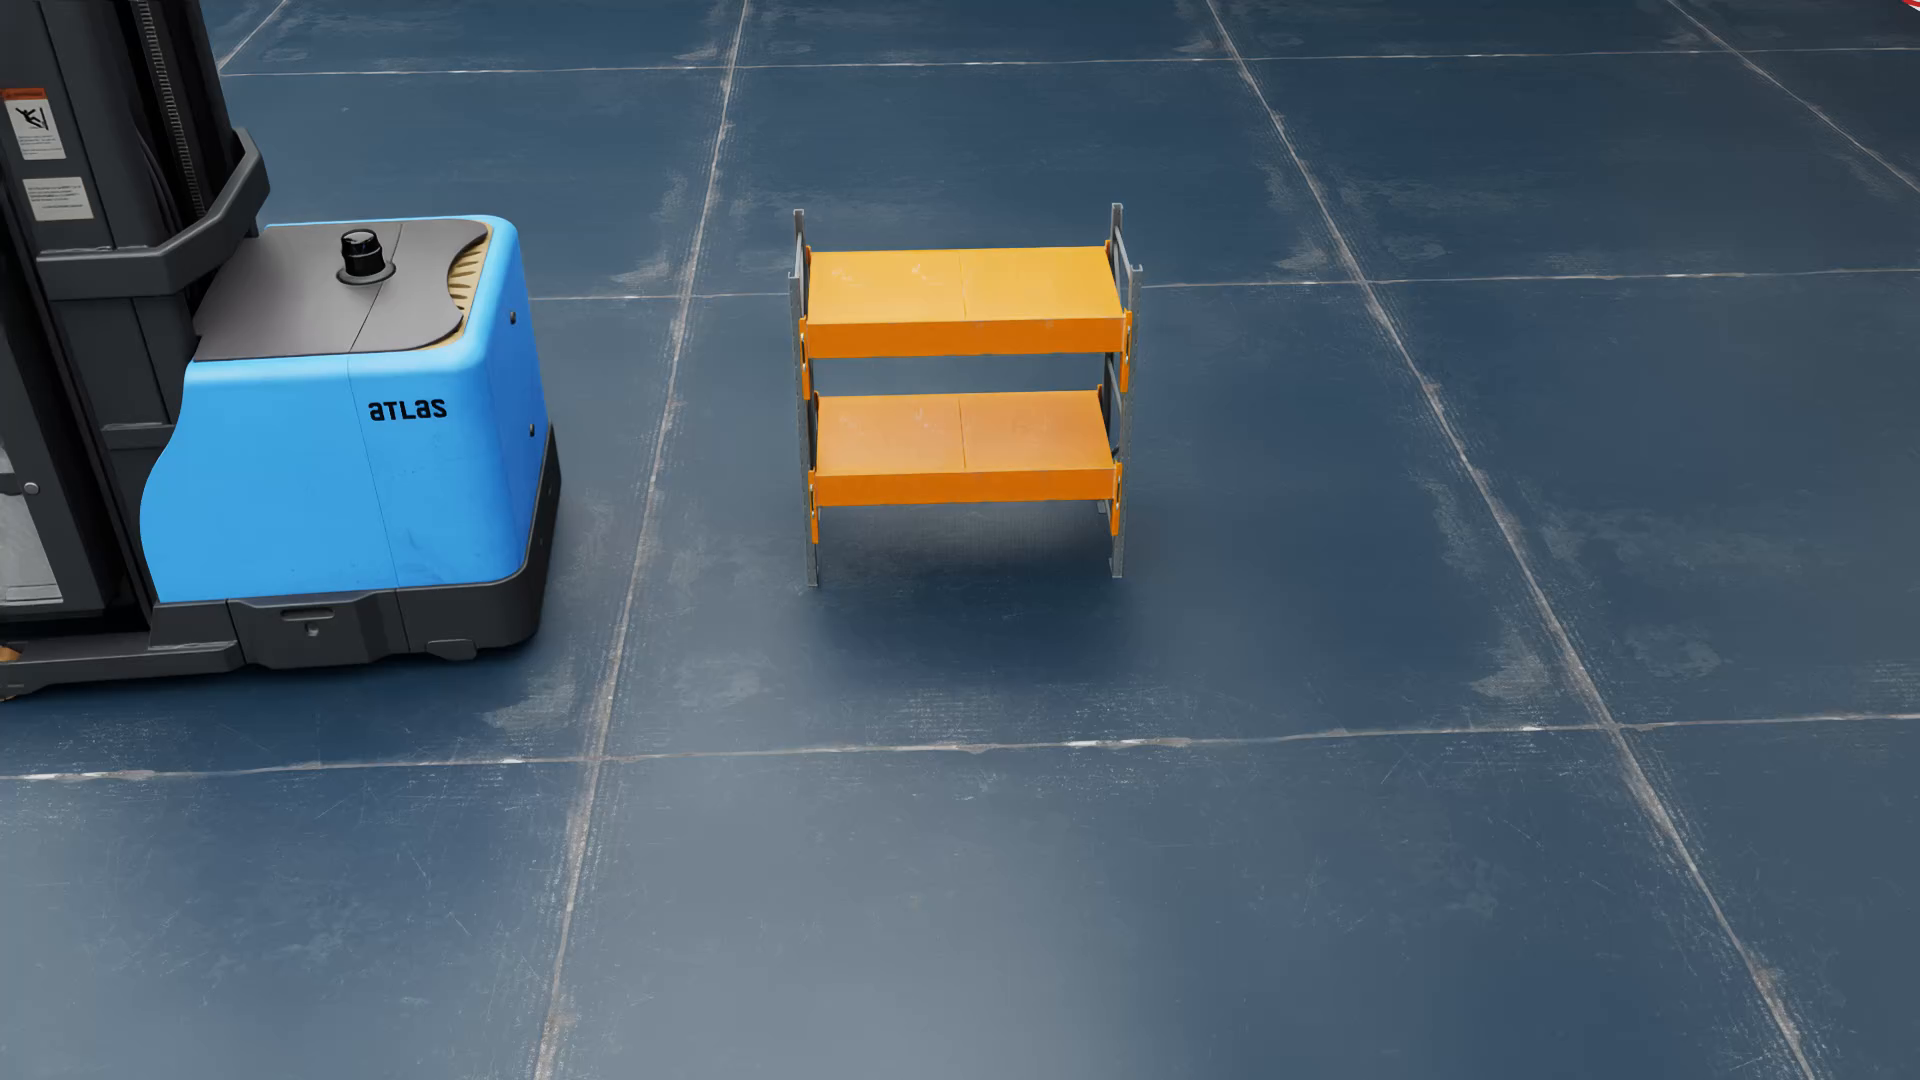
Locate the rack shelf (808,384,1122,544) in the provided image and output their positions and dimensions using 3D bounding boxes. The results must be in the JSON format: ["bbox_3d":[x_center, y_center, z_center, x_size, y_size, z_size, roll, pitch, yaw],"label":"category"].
[{"bbox_3d":[0.007,-0.262,5.569,1.000,0.278,0.538,-2,35,-2],"label":"rack shelf"}]

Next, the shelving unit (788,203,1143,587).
[{"bbox_3d":[0.007,-0.463,5.430,1.048,1.125,0.538,-2,35,-2],"label":"shelving unit"}]

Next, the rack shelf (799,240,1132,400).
[{"bbox_3d":[0.007,-0.703,5.264,1.000,0.278,0.538,-2,35,-2],"label":"rack shelf"}]

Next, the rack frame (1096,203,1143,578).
[{"bbox_3d":[0.515,-0.476,5.450,0.032,1.125,0.500,-2,35,-2],"label":"rack frame"}]

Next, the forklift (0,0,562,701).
[{"bbox_3d":[-2.879,-1.023,4.653,3.031,2.935,1.130,-4,35,-5],"label":"forklift"}]

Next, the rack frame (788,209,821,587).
[{"bbox_3d":[-0.501,-0.449,5.410,0.032,1.125,0.500,-2,35,-2],"label":"rack frame"}]
